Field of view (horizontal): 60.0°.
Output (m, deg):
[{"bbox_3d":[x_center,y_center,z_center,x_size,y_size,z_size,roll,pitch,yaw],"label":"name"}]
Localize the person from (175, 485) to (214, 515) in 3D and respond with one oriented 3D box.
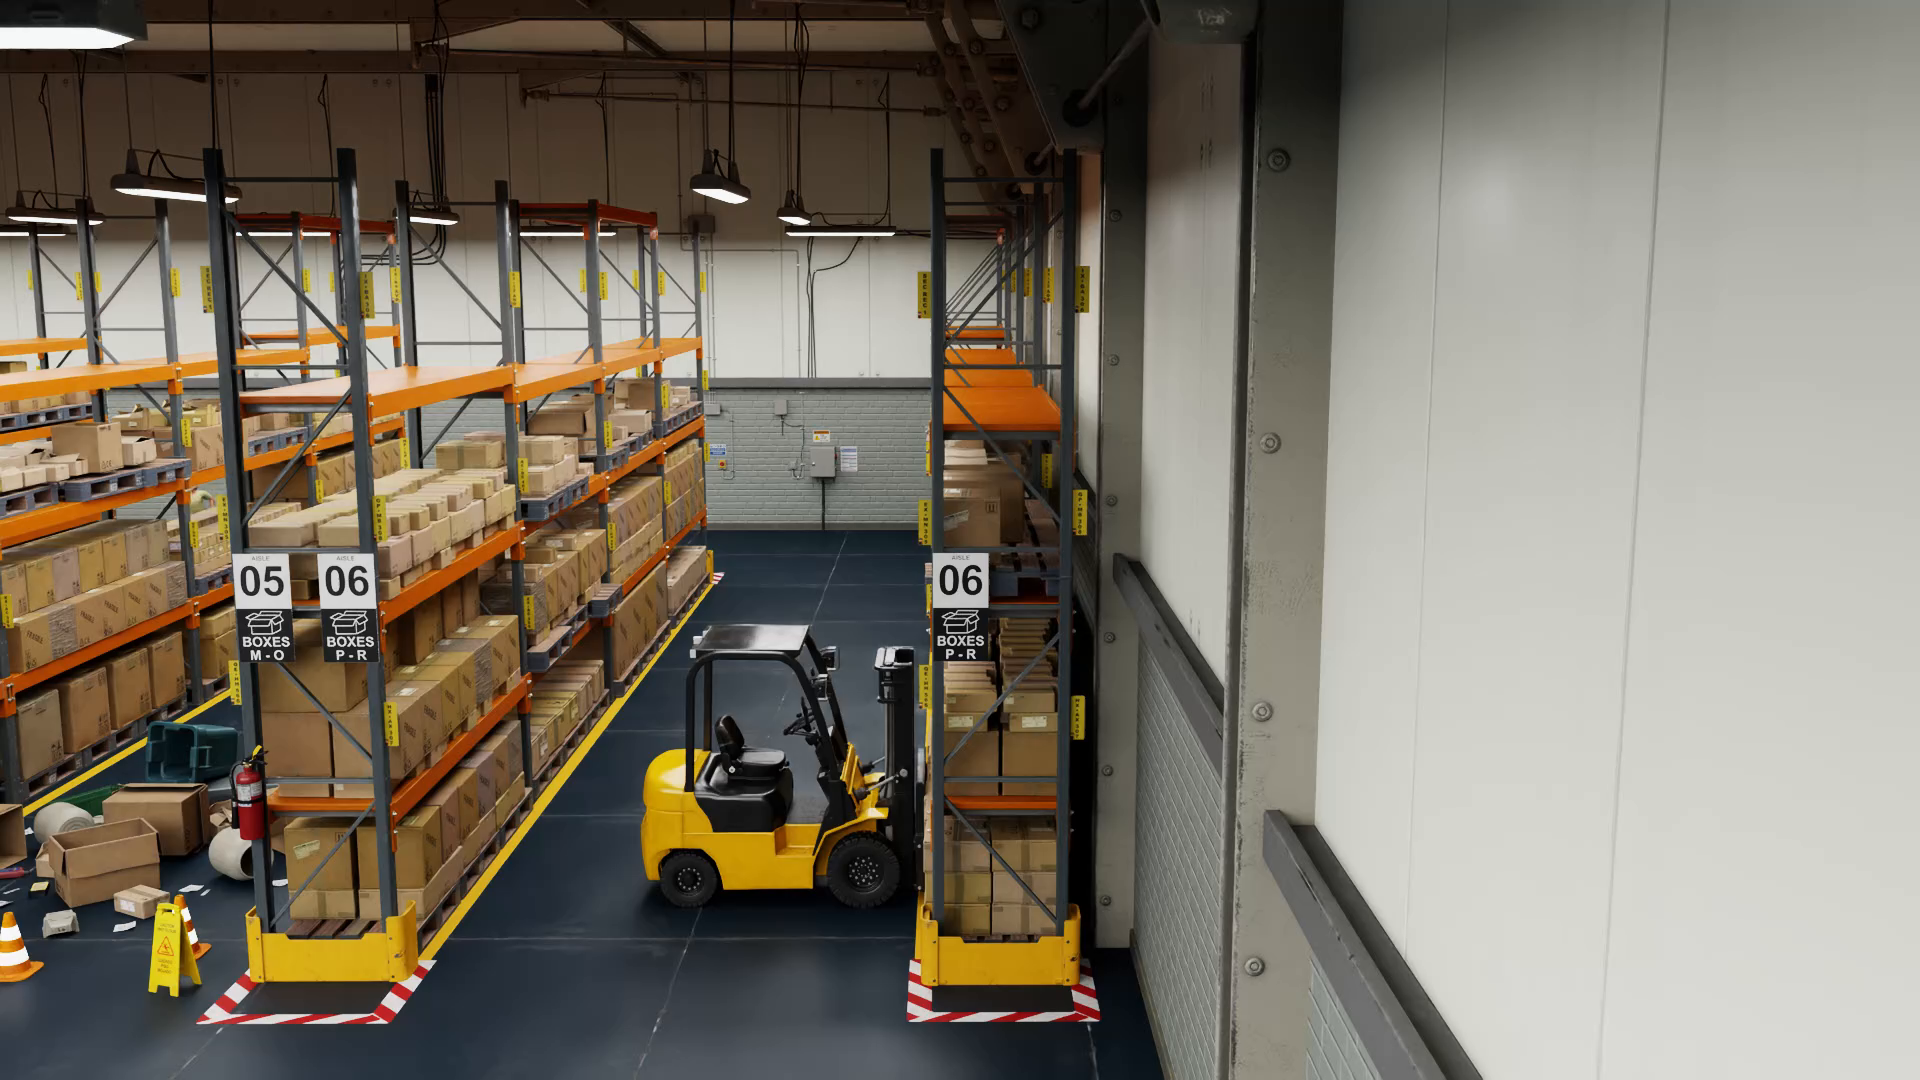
[{"bbox_3d":[-13.212,-0.259,28.749,0.528,1.718,0.840,0,9,-2],"label":"person"}]
